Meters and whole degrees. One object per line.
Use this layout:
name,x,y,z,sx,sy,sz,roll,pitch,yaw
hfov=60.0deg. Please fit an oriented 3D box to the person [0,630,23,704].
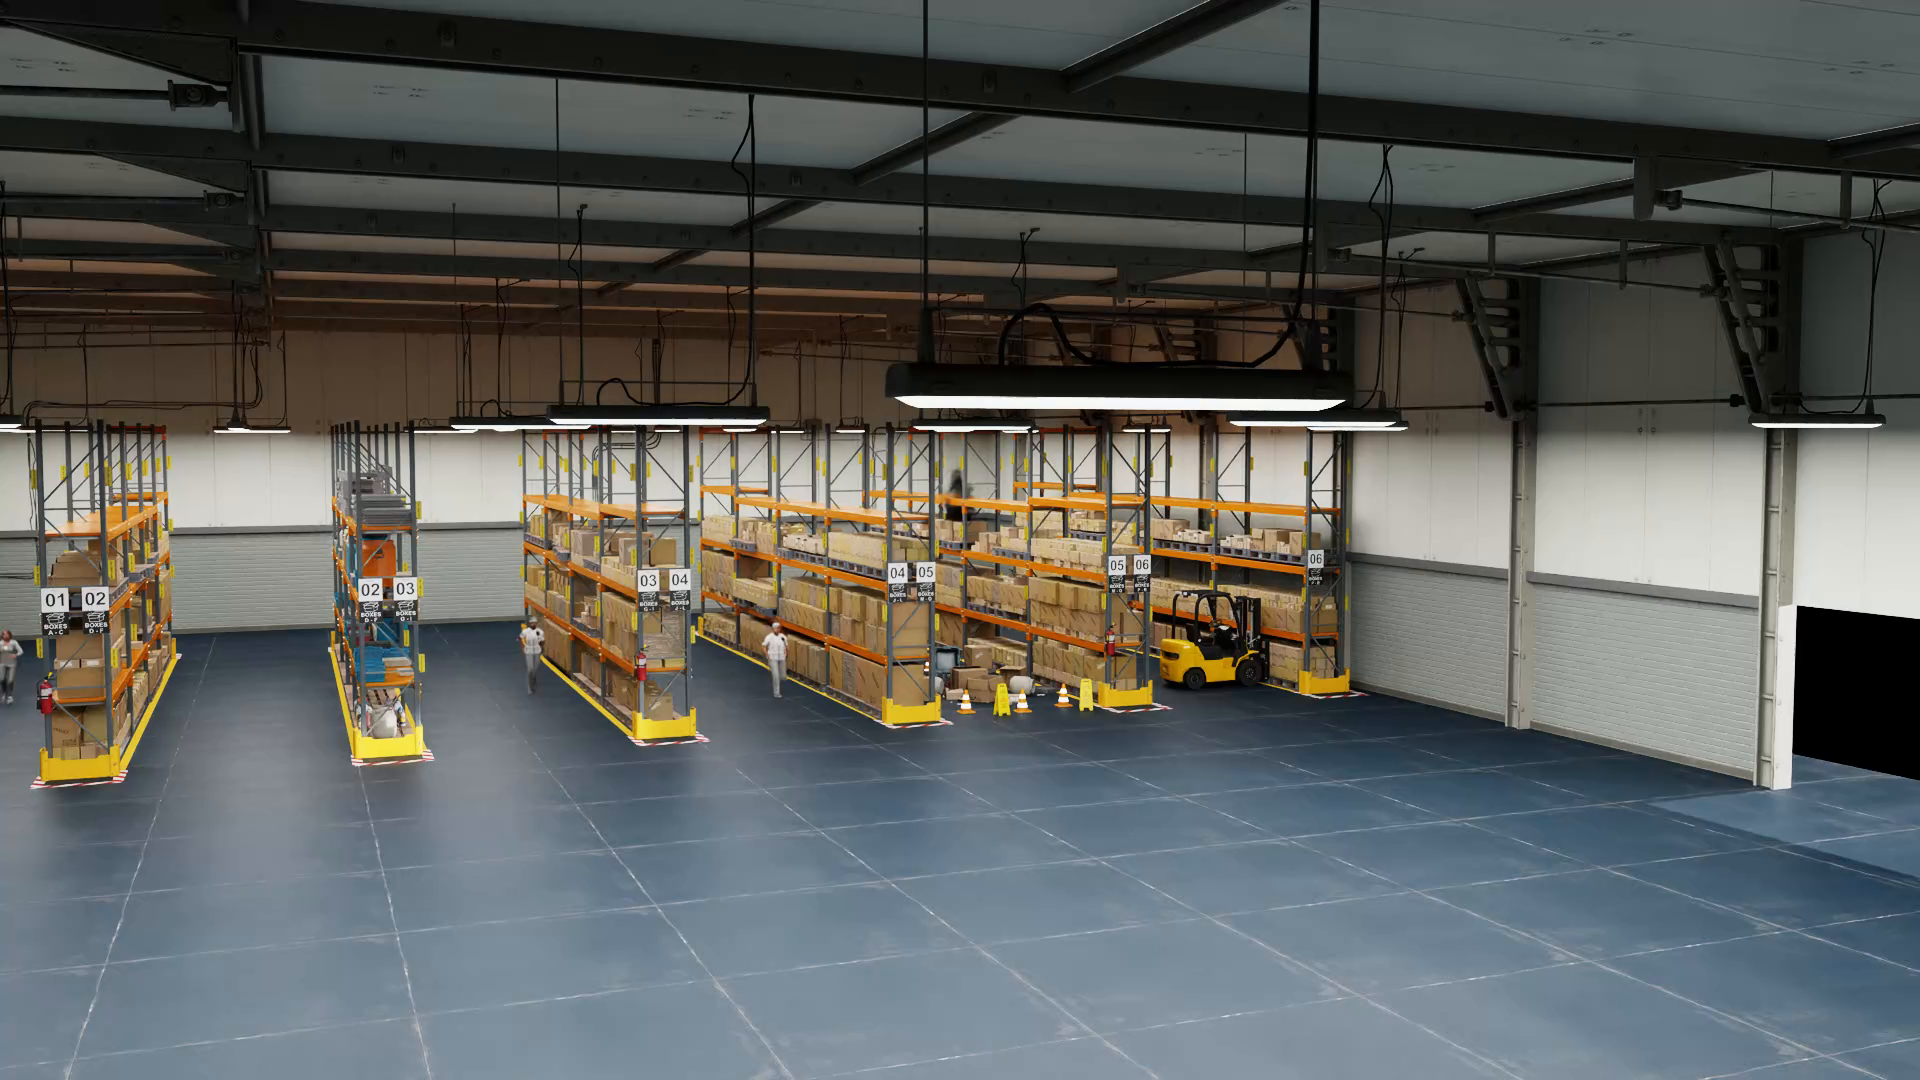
person,-20.363,2.702,35.560,0.593,1.577,0.557,-1,4,-22

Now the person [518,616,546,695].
person,-9.527,2.570,37.107,0.555,1.756,0.741,-2,4,-27

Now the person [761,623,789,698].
person,-4.039,2.627,36.543,0.615,1.624,0.671,-2,4,-25

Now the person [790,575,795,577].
person,-4.701,1.884,46.882,0.704,1.746,1.049,-2,4,-24
